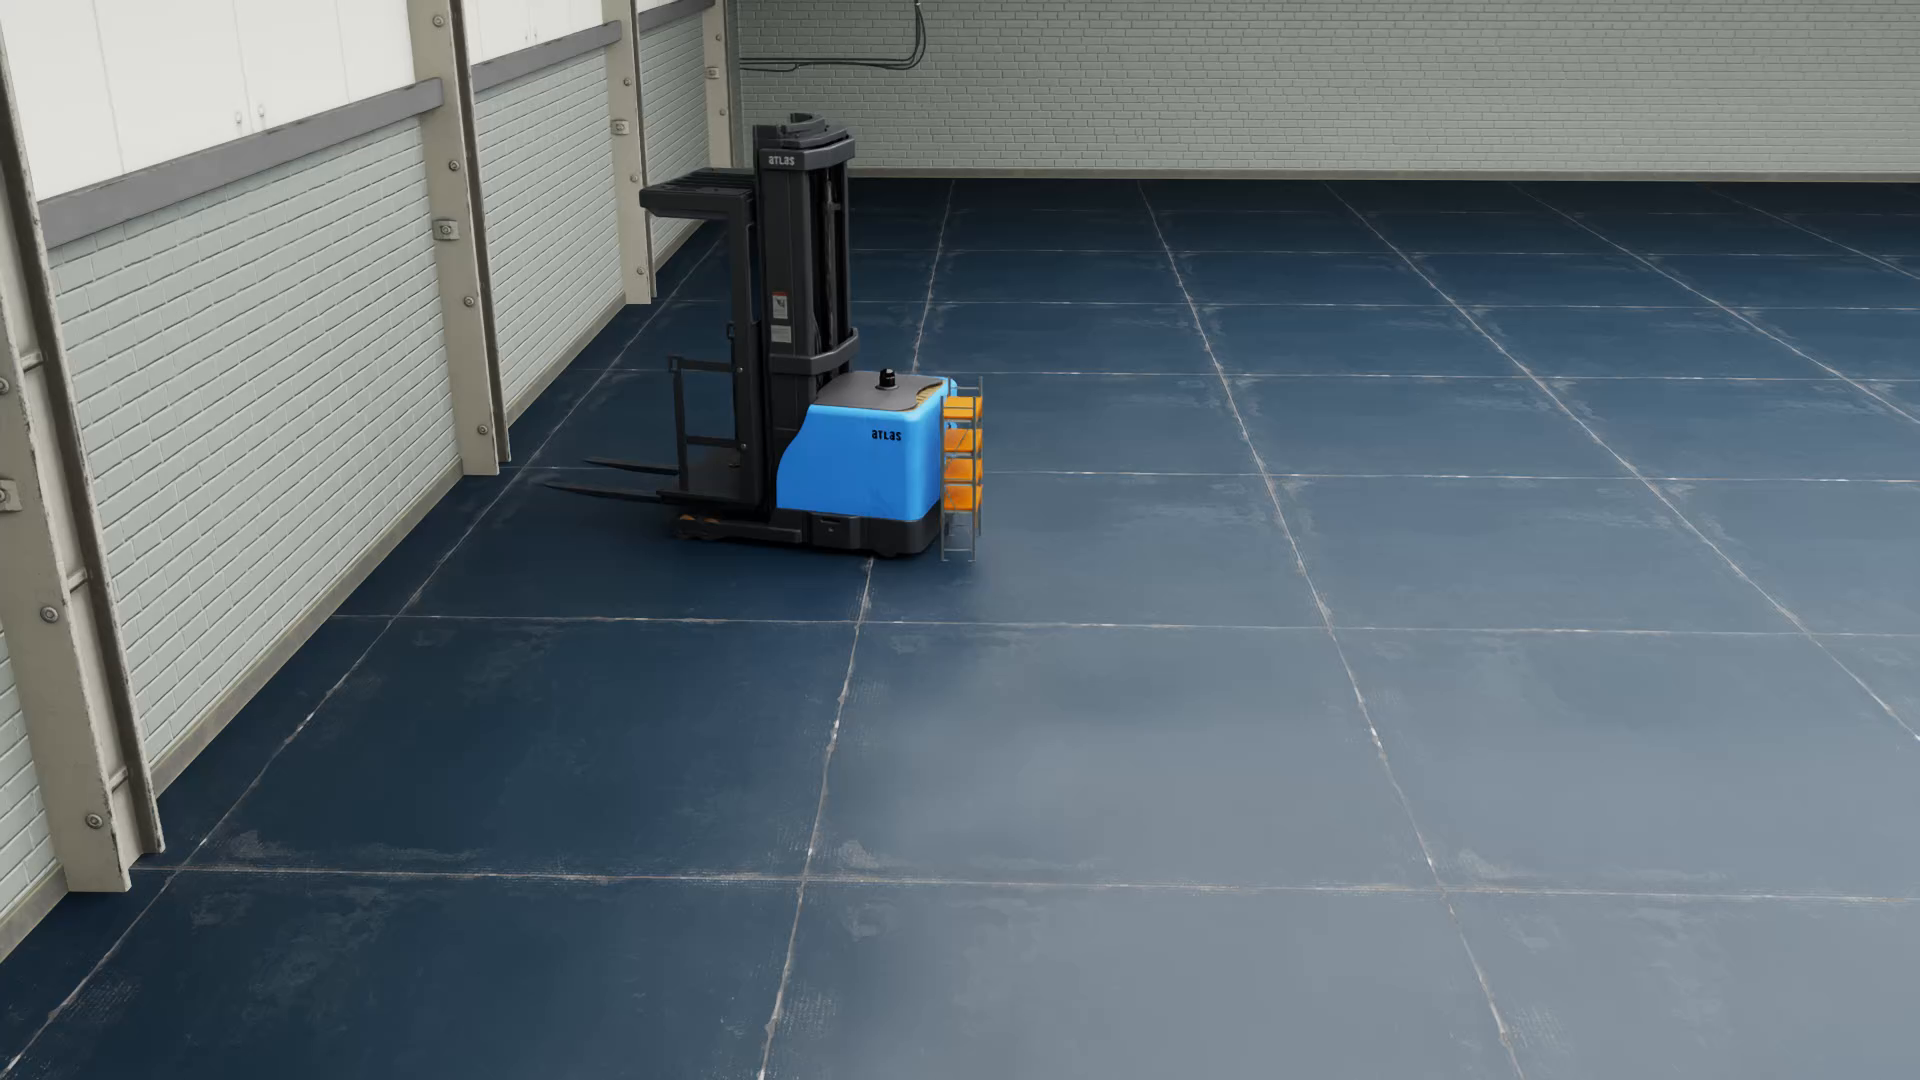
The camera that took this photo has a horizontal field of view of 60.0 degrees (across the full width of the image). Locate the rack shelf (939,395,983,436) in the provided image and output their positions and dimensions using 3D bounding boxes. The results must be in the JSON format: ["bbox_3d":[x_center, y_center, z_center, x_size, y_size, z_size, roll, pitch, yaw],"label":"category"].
[{"bbox_3d":[0.012,-0.865,11.512,0.258,0.148,0.480,2,21,5],"label":"rack shelf"}]

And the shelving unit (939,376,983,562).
[{"bbox_3d":[0.012,-0.498,11.654,0.258,1.200,0.503,2,21,5],"label":"shelving unit"}]

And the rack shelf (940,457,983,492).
[{"bbox_3d":[0.012,-0.436,11.679,0.258,0.148,0.480,2,21,5],"label":"rack shelf"}]

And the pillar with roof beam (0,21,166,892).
[{"bbox_3d":[0.252,-2.574,6.221,9.100,9.000,0.400,1,21,2],"label":"pillar with roof beam"}]

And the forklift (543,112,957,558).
[{"bbox_3d":[-1.583,-1.531,11.922,3.031,2.935,1.130,6,22,15],"label":"forklift"}]

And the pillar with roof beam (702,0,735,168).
[{"bbox_3d":[0.799,-9.082,22.995,9.100,9.000,0.400,1,21,2],"label":"pillar with roof beam"}]

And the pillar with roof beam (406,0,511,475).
[{"bbox_3d":[0.434,-4.743,11.813,9.100,9.000,0.400,1,21,2],"label":"pillar with roof beam"}]

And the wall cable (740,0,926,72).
[{"bbox_3d":[-2.092,-8.732,26.386,3.097,2.526,0.112,1,21,2],"label":"wall cable"}]

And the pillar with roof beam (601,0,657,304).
[{"bbox_3d":[0.617,-6.912,17.404,9.100,9.000,0.400,1,21,2],"label":"pillar with roof beam"}]

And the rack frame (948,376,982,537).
[{"bbox_3d":[0.036,-0.586,11.881,0.240,1.200,0.015,2,21,5],"label":"rack frame"}]

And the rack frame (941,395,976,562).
[{"bbox_3d":[-0.011,-0.410,11.428,0.240,1.200,0.015,2,21,5],"label":"rack frame"}]

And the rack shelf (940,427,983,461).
[{"bbox_3d":[0.012,-0.644,11.598,0.258,0.148,0.480,2,21,5],"label":"rack shelf"}]

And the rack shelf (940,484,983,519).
[{"bbox_3d":[0.012,-0.250,11.751,0.258,0.148,0.480,2,21,5],"label":"rack shelf"}]
